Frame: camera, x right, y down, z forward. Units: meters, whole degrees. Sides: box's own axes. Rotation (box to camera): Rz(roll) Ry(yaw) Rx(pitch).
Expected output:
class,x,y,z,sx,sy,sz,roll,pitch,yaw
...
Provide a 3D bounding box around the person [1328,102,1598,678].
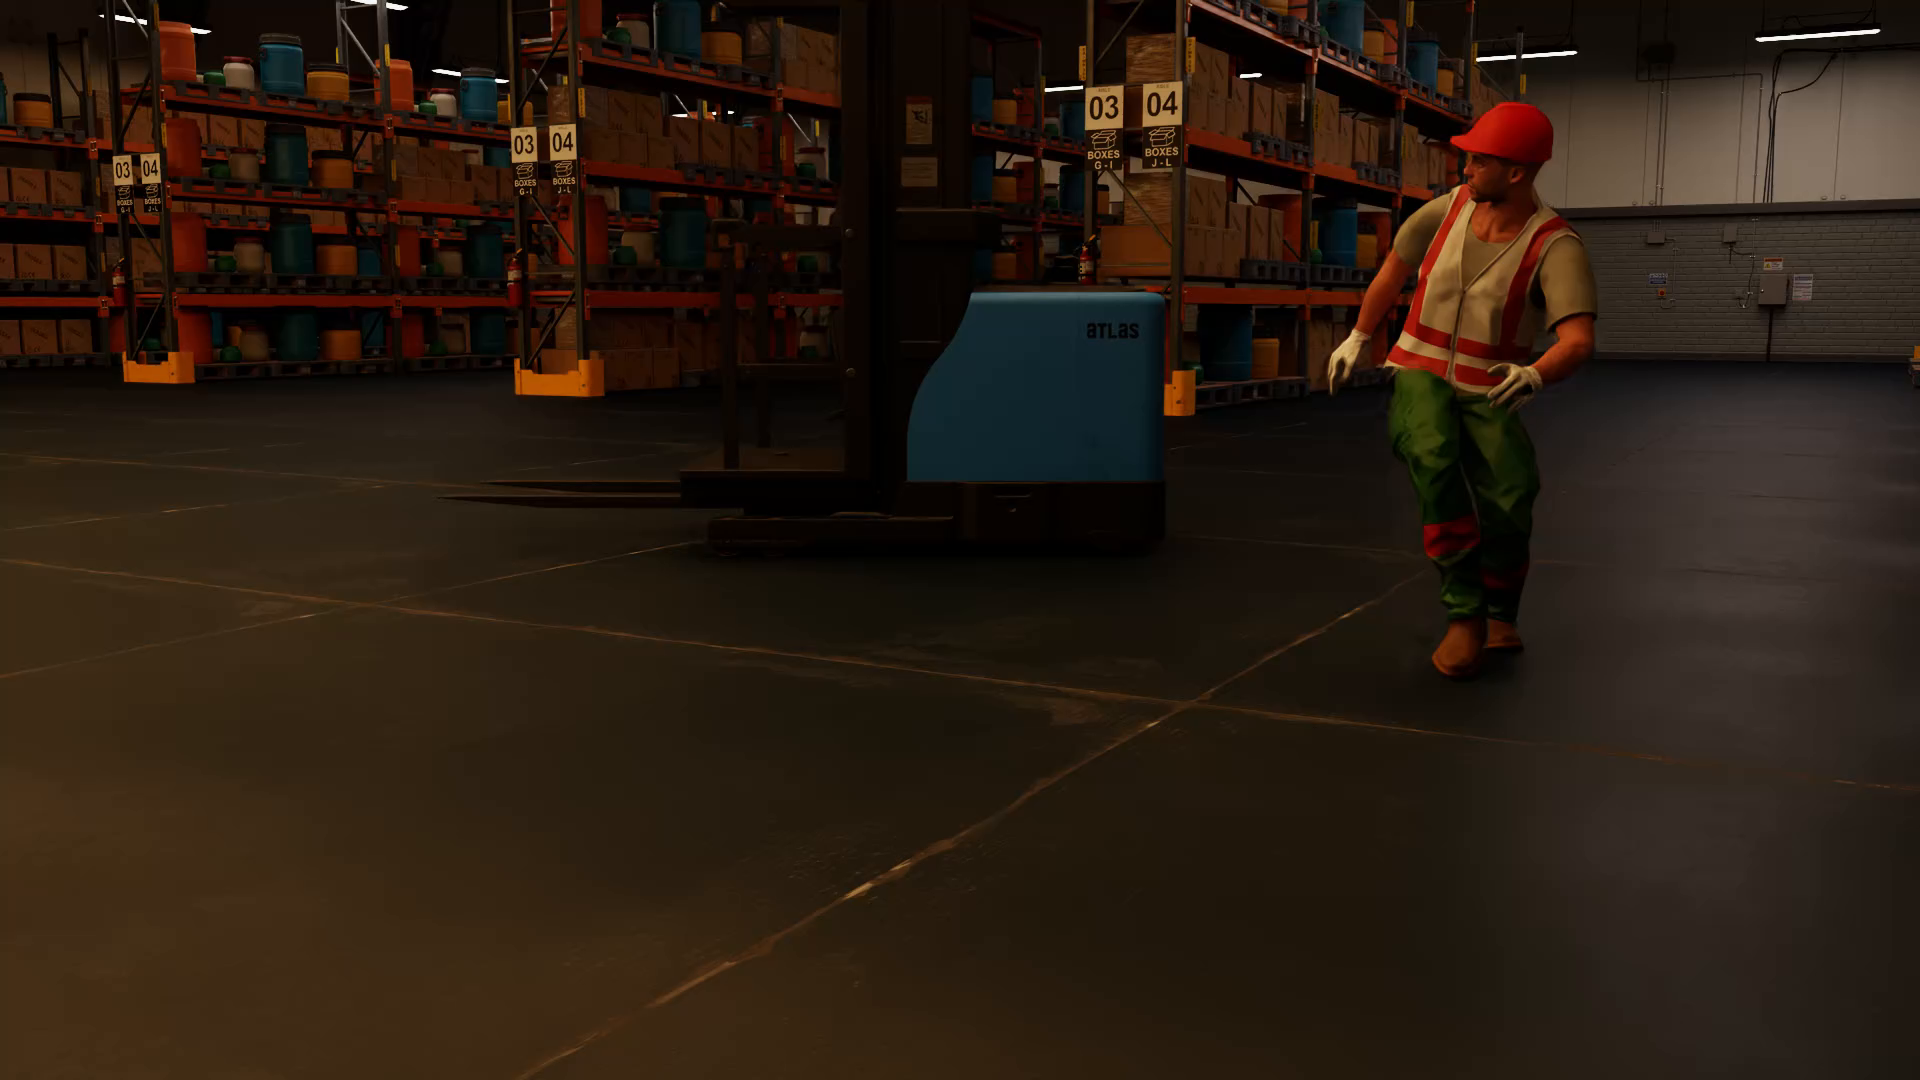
class,x,y,z,sx,sy,sz,roll,pitch,yaw
person,1.419,-0.444,4.818,0.779,1.587,0.810,3,8,19

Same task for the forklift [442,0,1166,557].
class,x,y,z,sx,sy,sz,roll,pitch,yaw
forklift,-0.660,-1.454,7.125,3.031,2.935,1.130,0,8,1
